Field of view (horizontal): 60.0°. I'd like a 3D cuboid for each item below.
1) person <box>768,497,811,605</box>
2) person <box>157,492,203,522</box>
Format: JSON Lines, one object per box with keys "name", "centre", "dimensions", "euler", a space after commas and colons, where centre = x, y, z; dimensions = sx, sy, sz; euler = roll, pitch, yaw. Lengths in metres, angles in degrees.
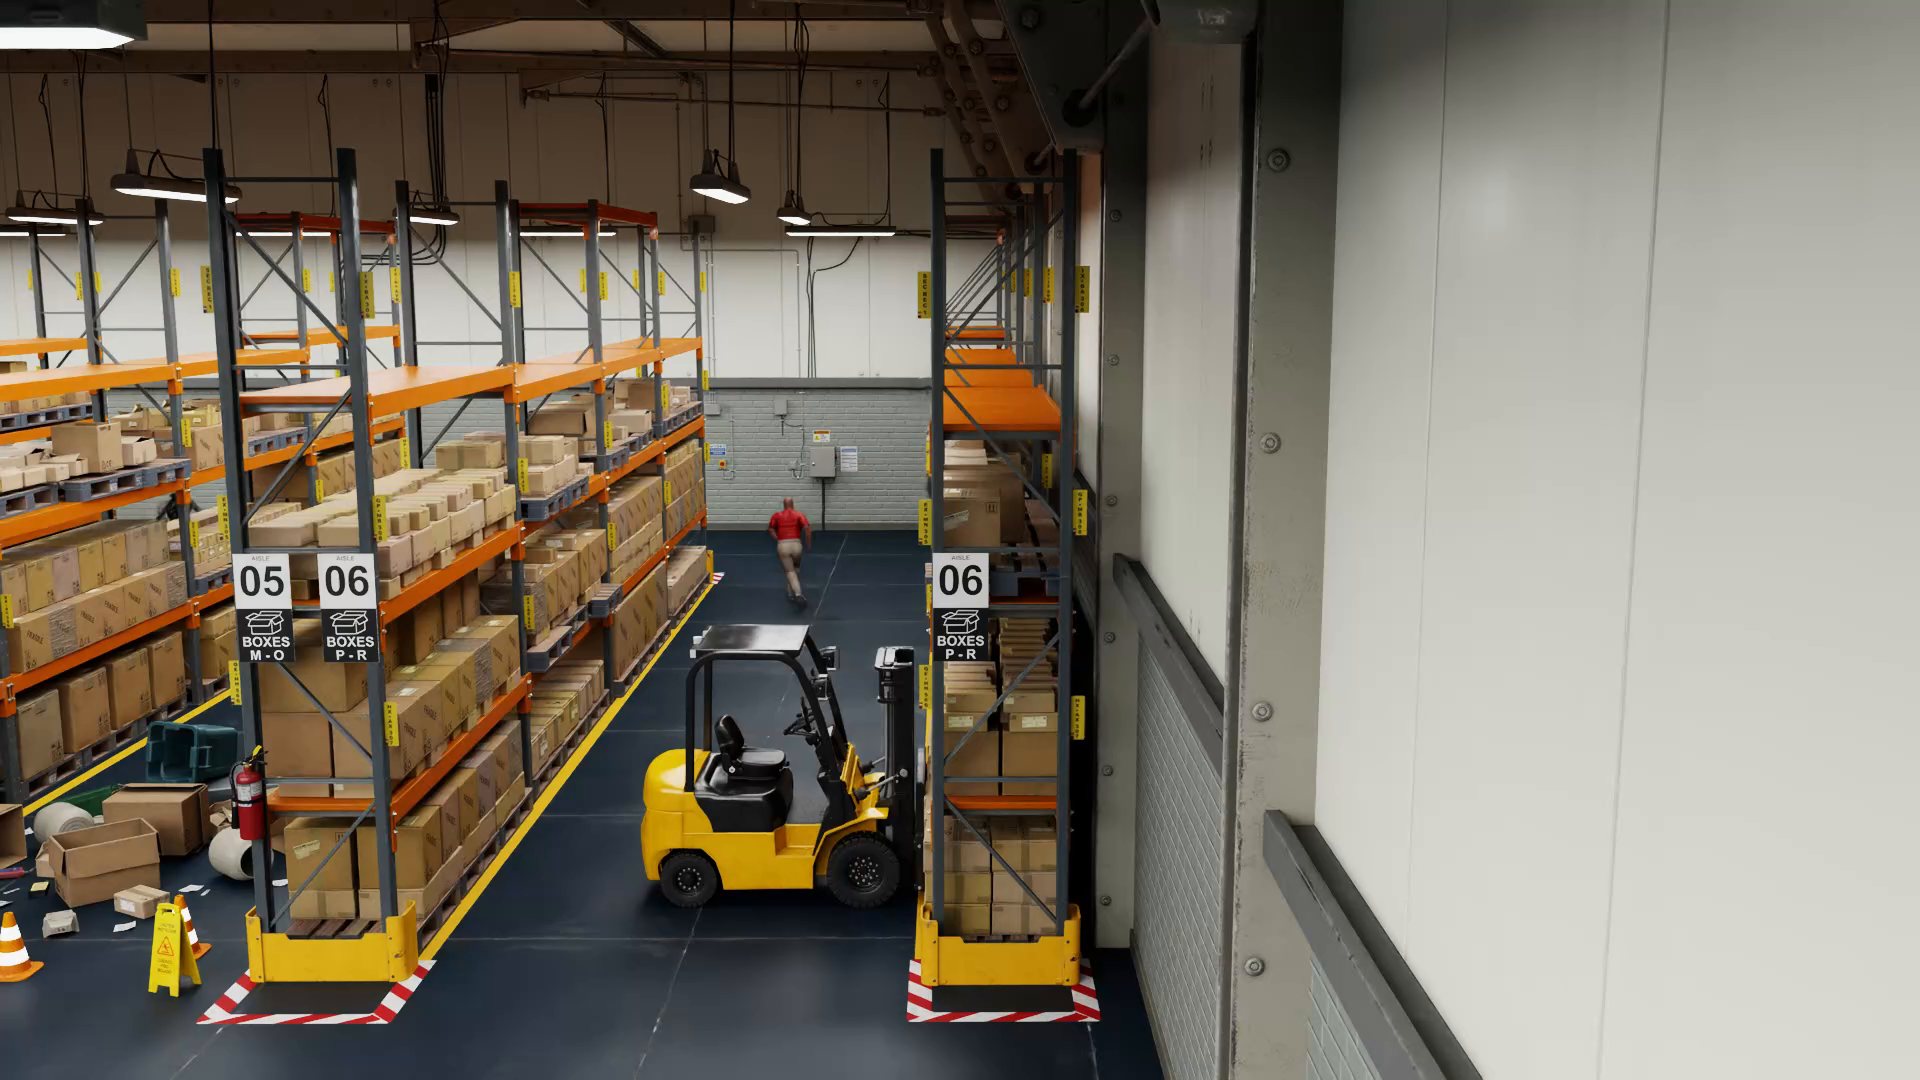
{"name": "person", "centre": [-2.667, 0.213, 26.112], "dimensions": [0.665, 1.703, 0.833], "euler": [-2, 9, -10]}
{"name": "person", "centre": [-13.264, -0.198, 28.576], "dimensions": [0.569, 1.675, 0.919], "euler": [7, 11, 36]}
